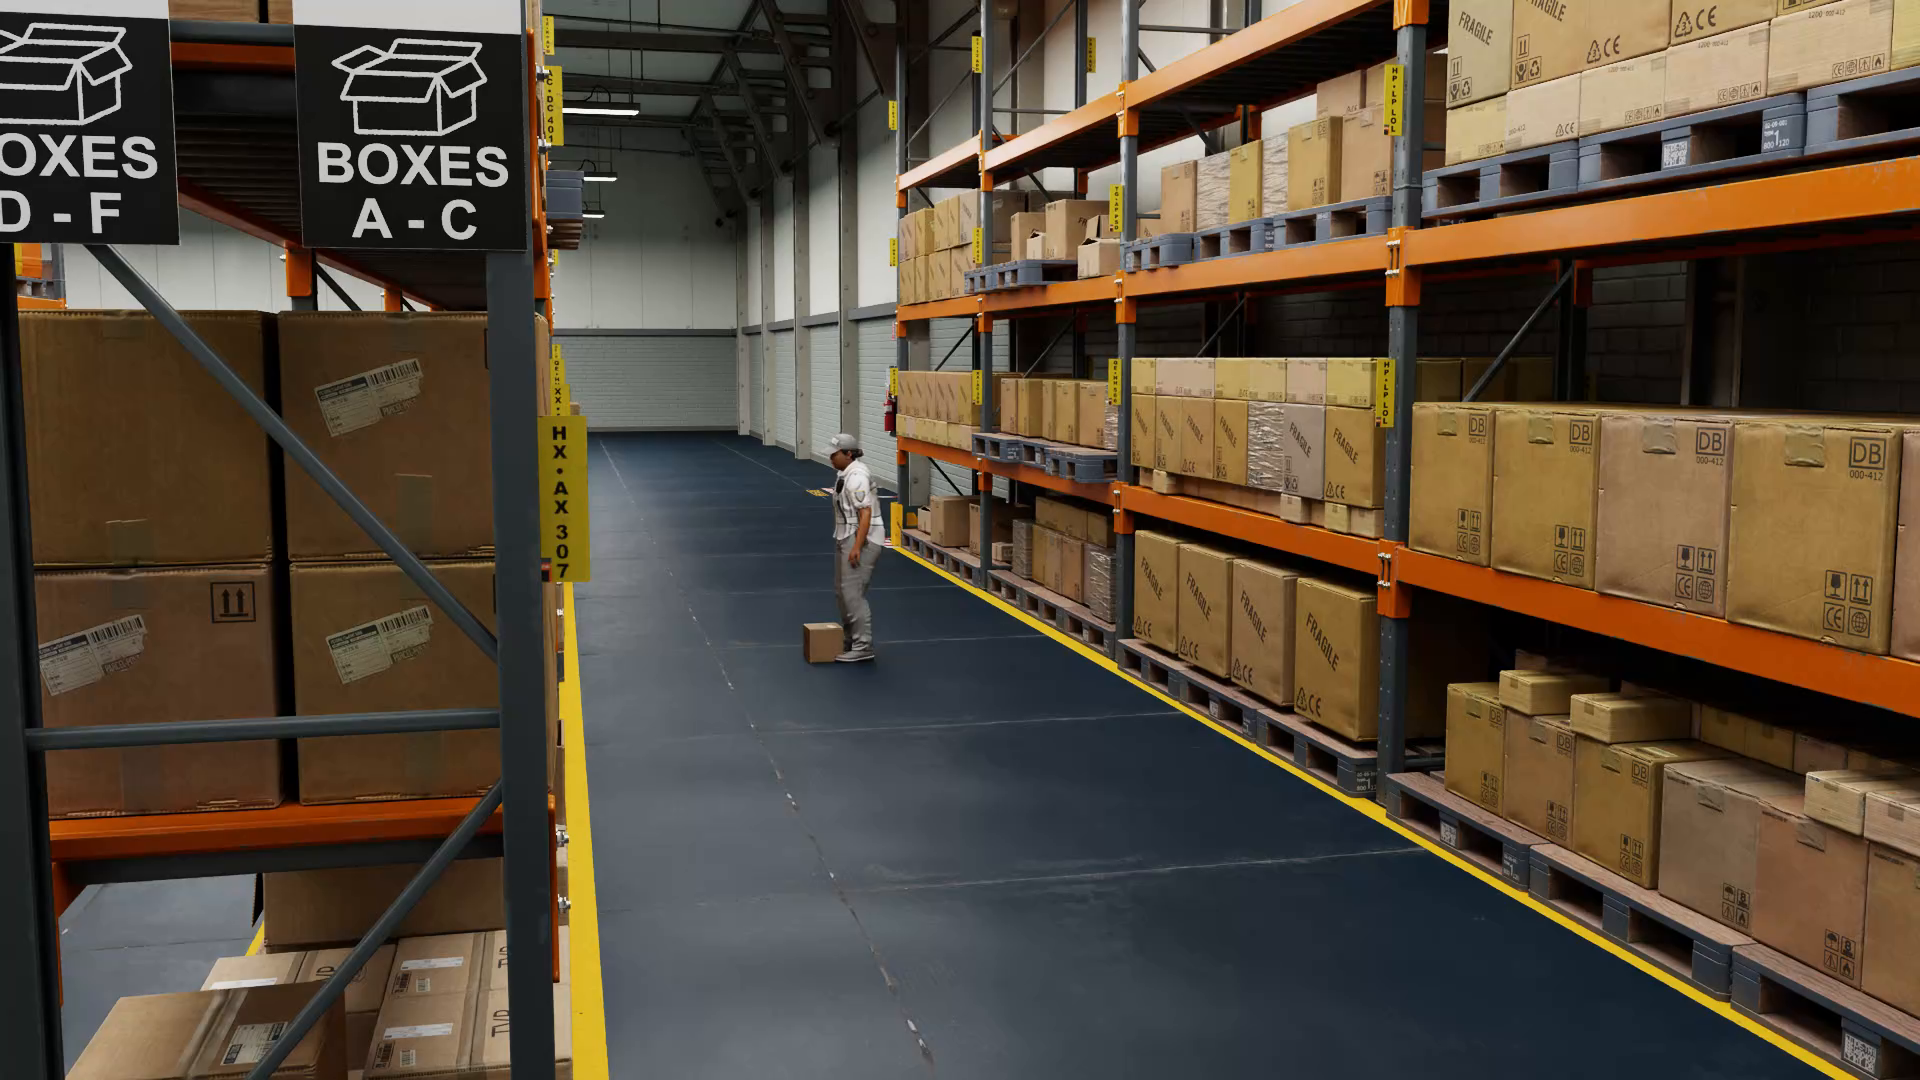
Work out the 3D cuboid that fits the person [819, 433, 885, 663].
[{"bbox_3d":[-0.802,0.046,12.234,0.469,1.666,0.556,-2,6,-15],"label":"person"}]
